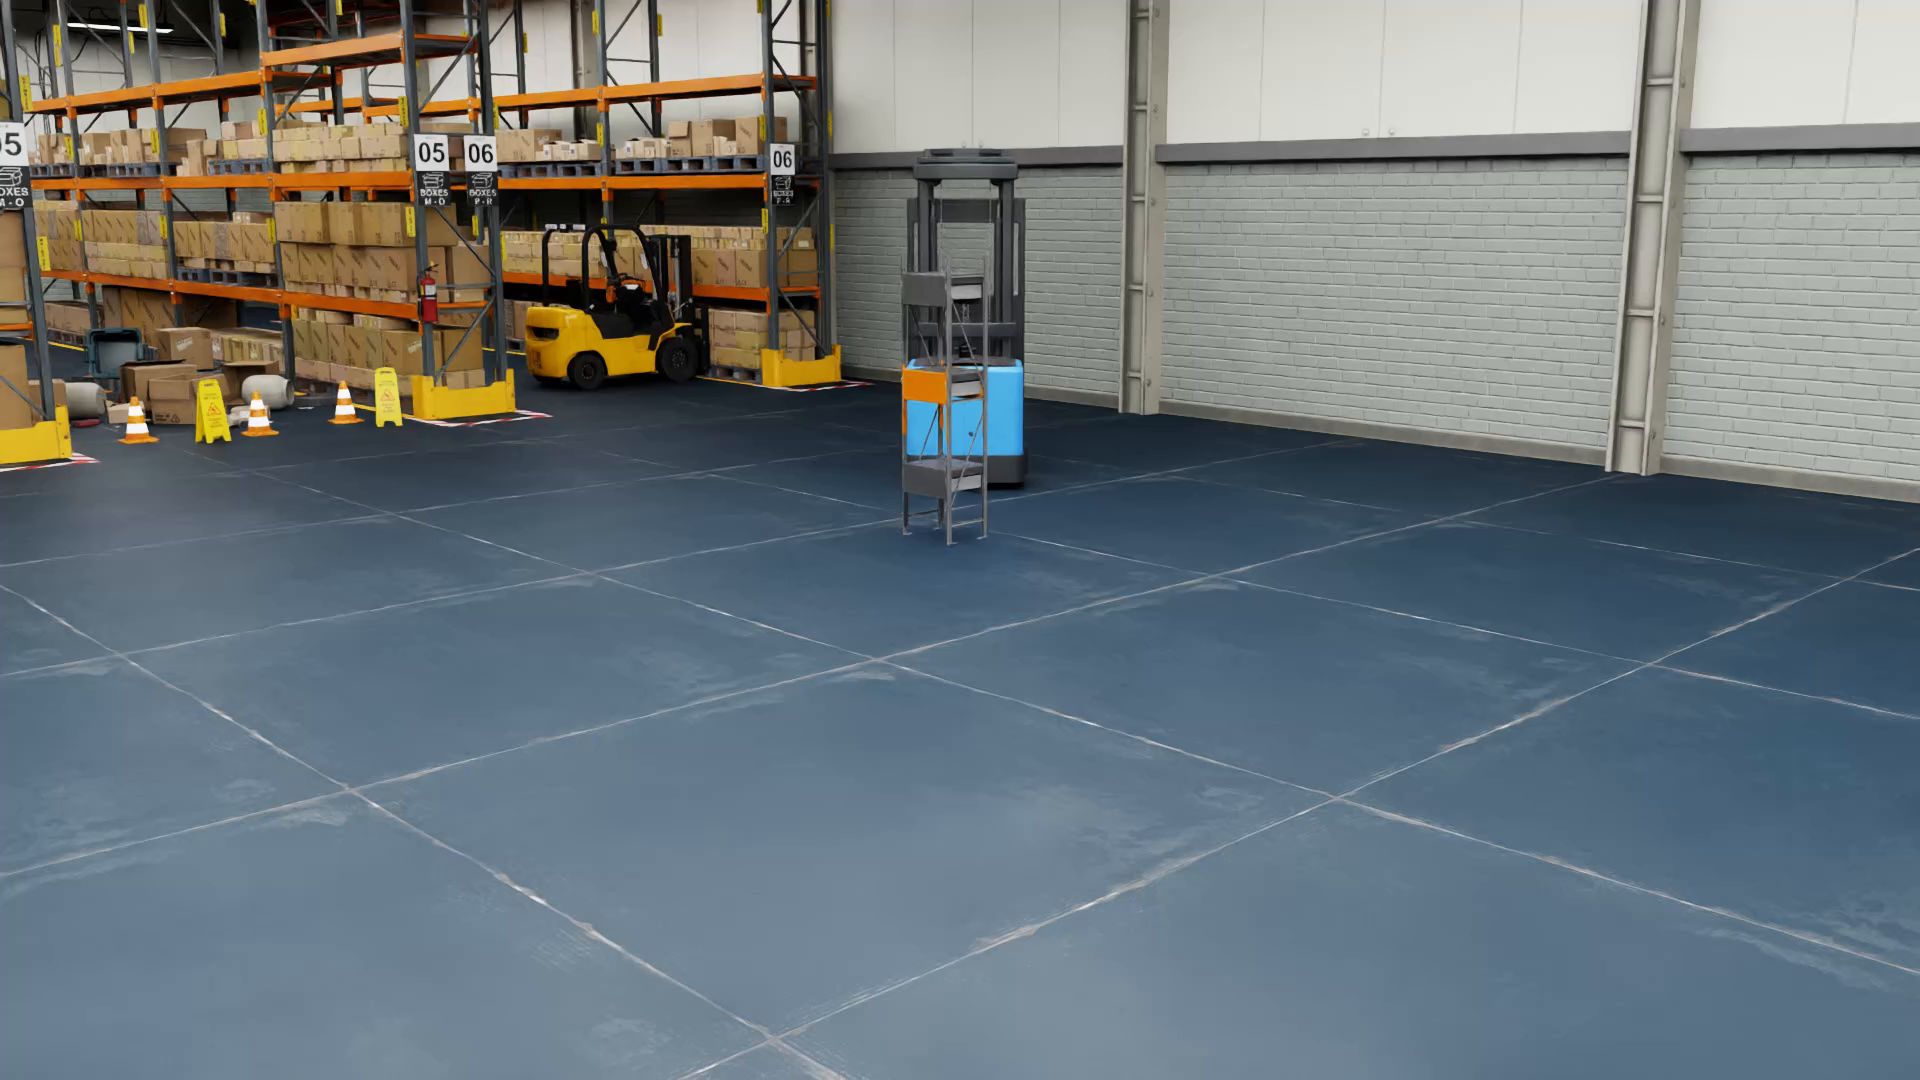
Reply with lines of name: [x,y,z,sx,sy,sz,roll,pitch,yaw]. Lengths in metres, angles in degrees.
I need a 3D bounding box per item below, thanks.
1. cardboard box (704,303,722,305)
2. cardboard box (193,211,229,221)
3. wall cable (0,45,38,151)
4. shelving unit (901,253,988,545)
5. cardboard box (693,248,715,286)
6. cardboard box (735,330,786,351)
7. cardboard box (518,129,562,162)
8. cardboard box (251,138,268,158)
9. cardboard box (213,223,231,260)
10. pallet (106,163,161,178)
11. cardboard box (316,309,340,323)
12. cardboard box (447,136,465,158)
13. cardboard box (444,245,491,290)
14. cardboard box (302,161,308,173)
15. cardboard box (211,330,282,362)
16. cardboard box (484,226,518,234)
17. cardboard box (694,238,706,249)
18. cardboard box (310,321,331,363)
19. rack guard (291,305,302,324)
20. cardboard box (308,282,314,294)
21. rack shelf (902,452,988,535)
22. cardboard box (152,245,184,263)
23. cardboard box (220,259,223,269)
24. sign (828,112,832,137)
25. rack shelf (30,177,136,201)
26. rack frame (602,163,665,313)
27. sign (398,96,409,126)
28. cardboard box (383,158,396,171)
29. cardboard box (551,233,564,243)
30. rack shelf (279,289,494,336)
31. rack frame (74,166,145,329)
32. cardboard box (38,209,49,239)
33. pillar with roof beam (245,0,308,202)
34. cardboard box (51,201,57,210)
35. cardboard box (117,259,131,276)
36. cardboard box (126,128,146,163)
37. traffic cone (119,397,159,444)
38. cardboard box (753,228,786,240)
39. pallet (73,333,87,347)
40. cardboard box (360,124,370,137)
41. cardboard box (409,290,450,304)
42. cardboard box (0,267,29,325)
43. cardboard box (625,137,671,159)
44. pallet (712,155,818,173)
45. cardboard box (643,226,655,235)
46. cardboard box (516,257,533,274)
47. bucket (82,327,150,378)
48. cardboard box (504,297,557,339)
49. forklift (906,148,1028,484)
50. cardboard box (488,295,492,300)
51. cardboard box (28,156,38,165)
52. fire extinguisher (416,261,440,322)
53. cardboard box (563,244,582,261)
cardboard box: [-3.769,-3.371,24.636,0.500,0.250,0.500,-11,16,-42]
cardboard box: [-11.463,-4.751,25.313,0.500,0.500,0.500,11,16,43]
wall cable: [-20.410,-9.107,34.316,2.355,3.000,0.029,-11,16,-43]
shelving unit: [-0.114,-1.053,12.317,0.431,2.100,0.503,-11,16,-43]
cardboard box: [-3.422,-3.867,23.499,0.500,0.500,0.500,-11,16,-44]
cardboard box: [-2.749,-2.762,22.920,0.500,0.250,0.500,-11,16,-43]
cardboard box: [-6.684,-6.283,26.505,0.500,0.500,0.500,-10,16,-41]
cardboard box: [-9.045,-5.189,22.061,0.500,0.250,0.500,-11,16,-44]
cardboard box: [-10.079,-4.183,23.255,0.500,0.500,0.500,11,16,43]
pallet: [-12.556,-5.732,25.836,1.003,0.211,1.213,-10,15,-40]
cardboard box: [-7.925,-2.841,21.077,0.380,0.149,0.250,-10,15,-40]
cardboard box: [-5.929,-4.591,19.461,0.500,0.250,0.500,-11,16,-44]
cardboard box: [-5.901,-3.241,19.725,0.500,0.500,0.500,-11,16,-43]
cardboard box: [-8.107,-4.722,21.087,0.380,0.149,0.250,-11,16,-43]
cardboard box: [-10.400,-2.835,24.207,0.950,0.372,0.625,-11,16,-44]
cardboard box: [-7.954,-5.150,28.687,0.500,0.500,0.500,-10,15,-40]
cardboard box: [-3.532,-4.193,23.474,0.380,0.149,0.250,-11,16,-42]
cardboard box: [-7.946,-2.549,21.263,0.500,0.500,0.500,-10,15,-40]
rack guard: [-13.184,-4.731,34.134,1.175,0.500,0.348,-11,16,-43]
cardboard box: [-8.133,-3.245,21.349,0.380,0.149,0.250,-11,16,-43]
rack shelf: [-0.114,-0.354,12.461,0.431,0.518,0.480,-11,16,-43]
cardboard box: [-11.817,-4.313,25.045,0.500,0.250,0.500,-11,16,-43]
cardboard box: [-10.261,-3.920,23.587,0.380,0.149,0.250,-10,15,-40]
sign: [-1.781,-5.643,22.574,0.100,0.325,0.005,-11,16,-43]
rack shelf: [-15.442,-6.099,28.929,1.077,0.370,4.000,-11,16,-43]
rack frame: [-4.949,-4.215,25.435,1.000,3.000,0.127,-11,16,-43]
sign: [-6.189,-4.767,18.489,0.100,0.325,0.005,-11,16,-43]
cardboard box: [-6.418,-4.330,19.182,0.380,0.149,0.250,-11,16,-42]
cardboard box: [-6.249,-4.783,26.337,0.380,0.149,0.250,-11,16,-42]
rack shelf: [-7.155,-2.878,20.731,1.077,0.370,4.000,-11,16,-43]
rack frame: [-14.061,-4.690,27.742,1.000,3.000,0.127,-11,16,-43]
cardboard box: [-15.630,-5.482,28.859,0.500,0.500,0.500,-11,16,-42]
pillar with roof beam: [-17.560,-8.824,32.938,9.100,9.000,0.548,-11,16,-43]
cardboard box: [-15.341,-5.742,28.517,0.380,0.149,0.250,-11,16,-44]
cardboard box: [-12.909,-4.289,26.167,0.500,0.250,0.500,-11,16,-43]
cardboard box: [-12.120,-5.948,25.126,0.500,0.500,0.700,11,16,42]
traffic cone: [-8.624,-1.267,17.415,0.336,0.463,0.334,-11,16,-43]
cardboard box: [-2.586,-4.166,22.607,0.380,0.149,0.250,-11,16,-42]
pallet: [-14.530,-3.446,28.615,1.003,0.211,1.213,-11,16,-43]
cardboard box: [-6.863,-4.842,19.694,0.380,0.149,0.250,-11,16,-43]
cardboard box: [-6.187,-2.840,19.387,0.380,0.149,0.250,-10,15,-41]
cardboard box: [-9.573,-2.355,16.039,0.875,0.550,0.550,-11,16,-43]
cardboard box: [-4.551,-5.740,24.335,0.500,0.311,0.500,-10,16,-41]
pallet: [-2.656,-5.164,22.826,1.003,0.211,1.213,-11,16,-43]
cardboard box: [-4.411,-4.526,24.353,0.380,0.149,0.250,-10,16,-41]
cardboard box: [-6.877,-4.478,27.084,0.500,0.250,0.500,11,16,43]
bucket: [-10.285,-2.261,20.296,0.726,0.611,0.620,-5,3,-23]
cardboard box: [-7.291,-3.748,28.015,0.875,0.625,0.625,-10,15,-41]
forklift: [0.062,-2.168,15.671,1.130,2.935,3.031,0,12,1]
cardboard box: [-8.236,-4.134,28.592,0.250,0.149,0.380,11,16,42]
cardboard box: [-16.238,-6.684,29.320,0.380,0.149,0.250,-10,15,-41]
fire extinguisher: [-6.028,-2.820,18.857,0.296,0.674,0.183,-11,16,-43]
cardboard box: [-5.833,-4.496,25.934,0.500,0.250,0.500,11,16,44]
